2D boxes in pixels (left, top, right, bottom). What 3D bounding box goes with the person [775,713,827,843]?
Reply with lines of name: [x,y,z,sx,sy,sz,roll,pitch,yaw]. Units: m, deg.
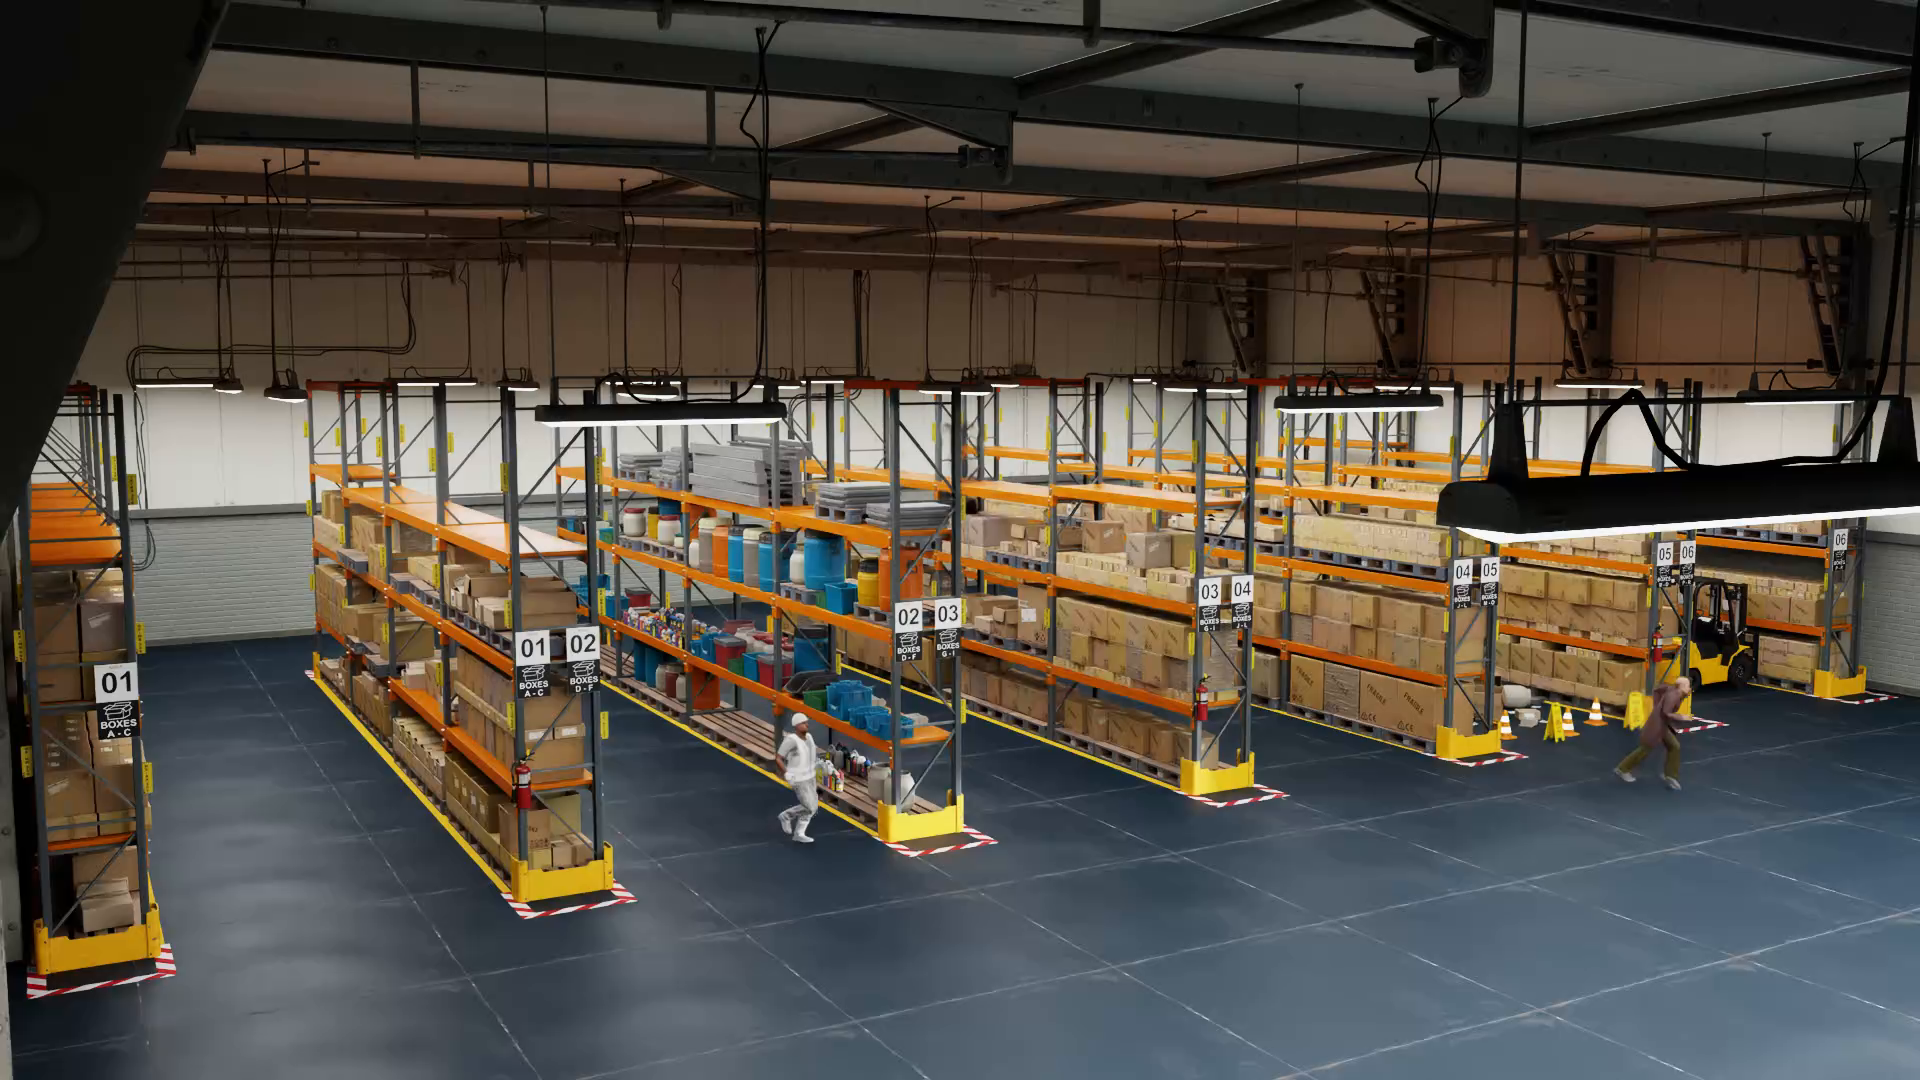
person: [-2.081,3.142,21.939,0.596,1.733,0.687,3,7,27]

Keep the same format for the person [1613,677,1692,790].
person: [10.388,2.884,24.876,1.029,1.734,0.752,3,7,23]
